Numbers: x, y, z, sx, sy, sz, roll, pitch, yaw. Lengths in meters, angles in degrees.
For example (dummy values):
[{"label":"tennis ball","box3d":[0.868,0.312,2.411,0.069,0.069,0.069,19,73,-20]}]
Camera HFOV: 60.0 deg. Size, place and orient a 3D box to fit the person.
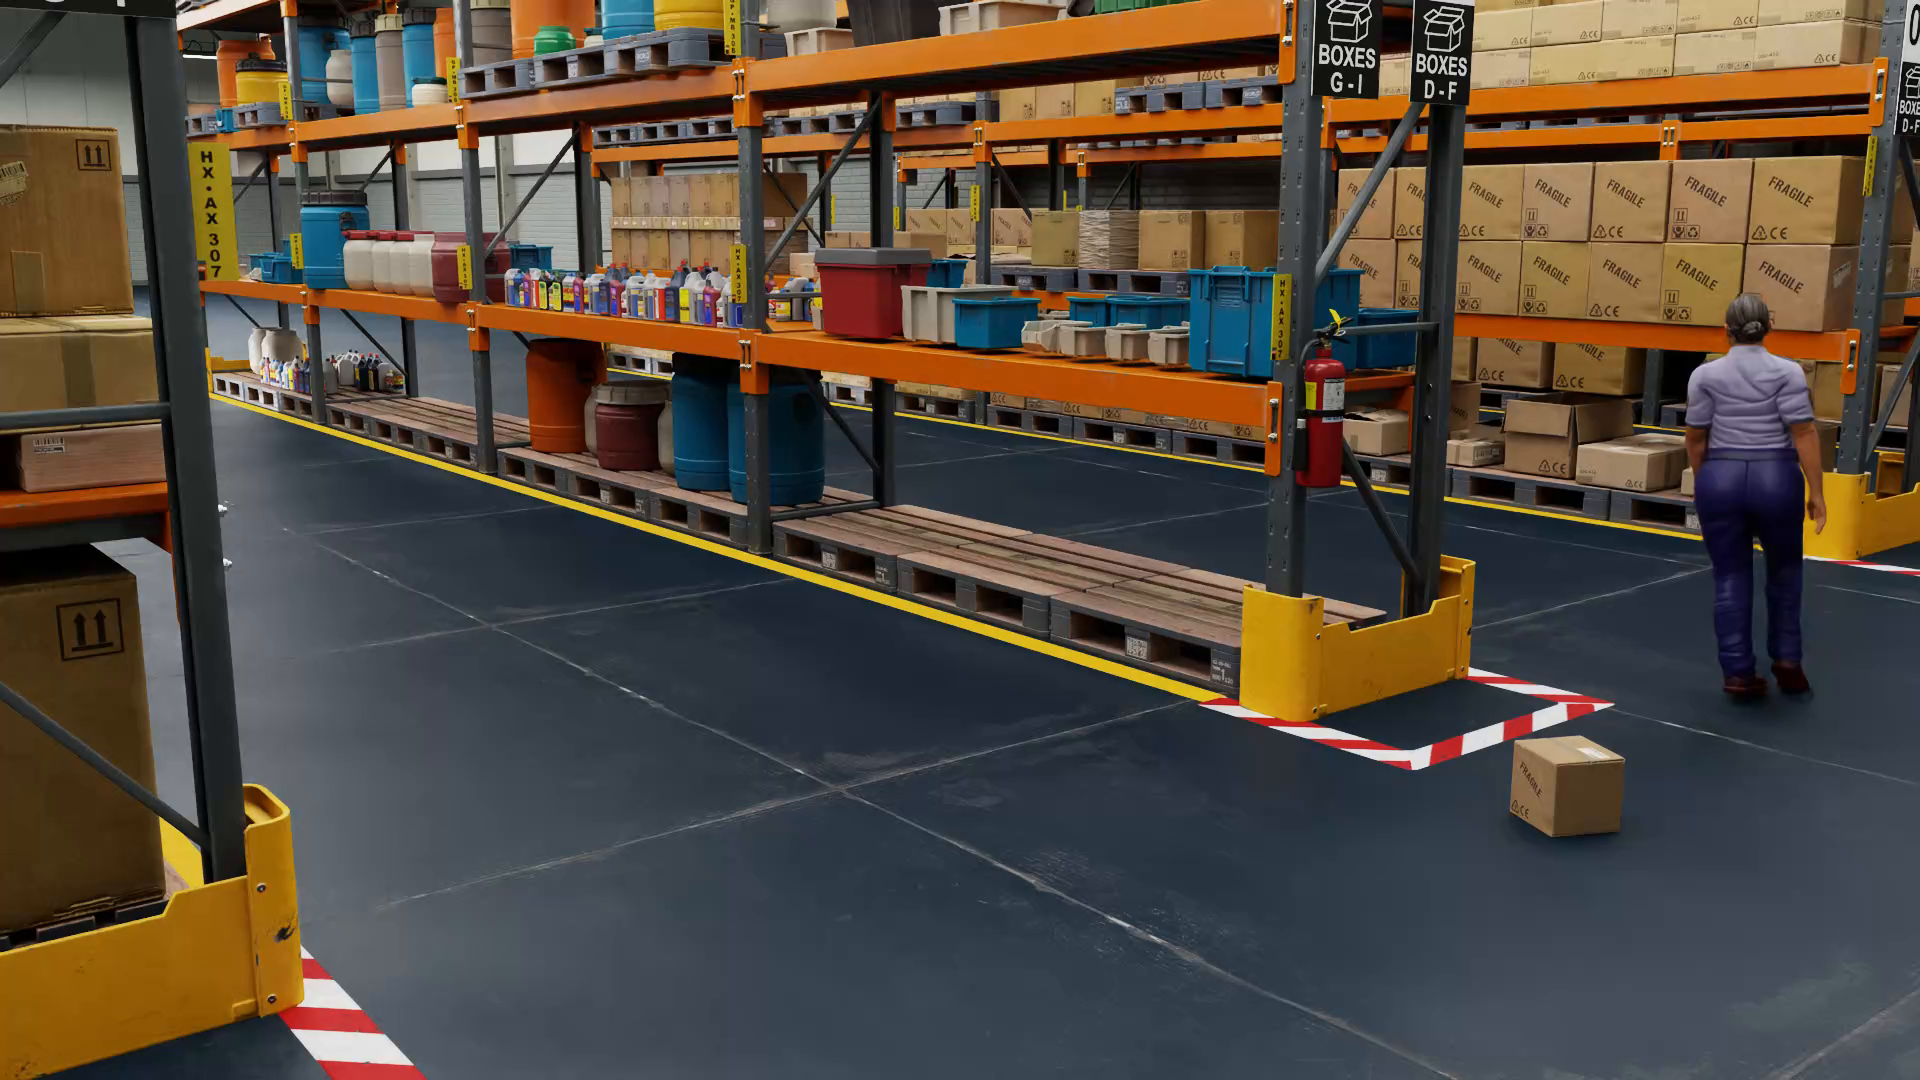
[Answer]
[{"label":"person","box3d":[3.271,-0.153,6.864,0.560,1.704,0.474,6,13,28]}]
